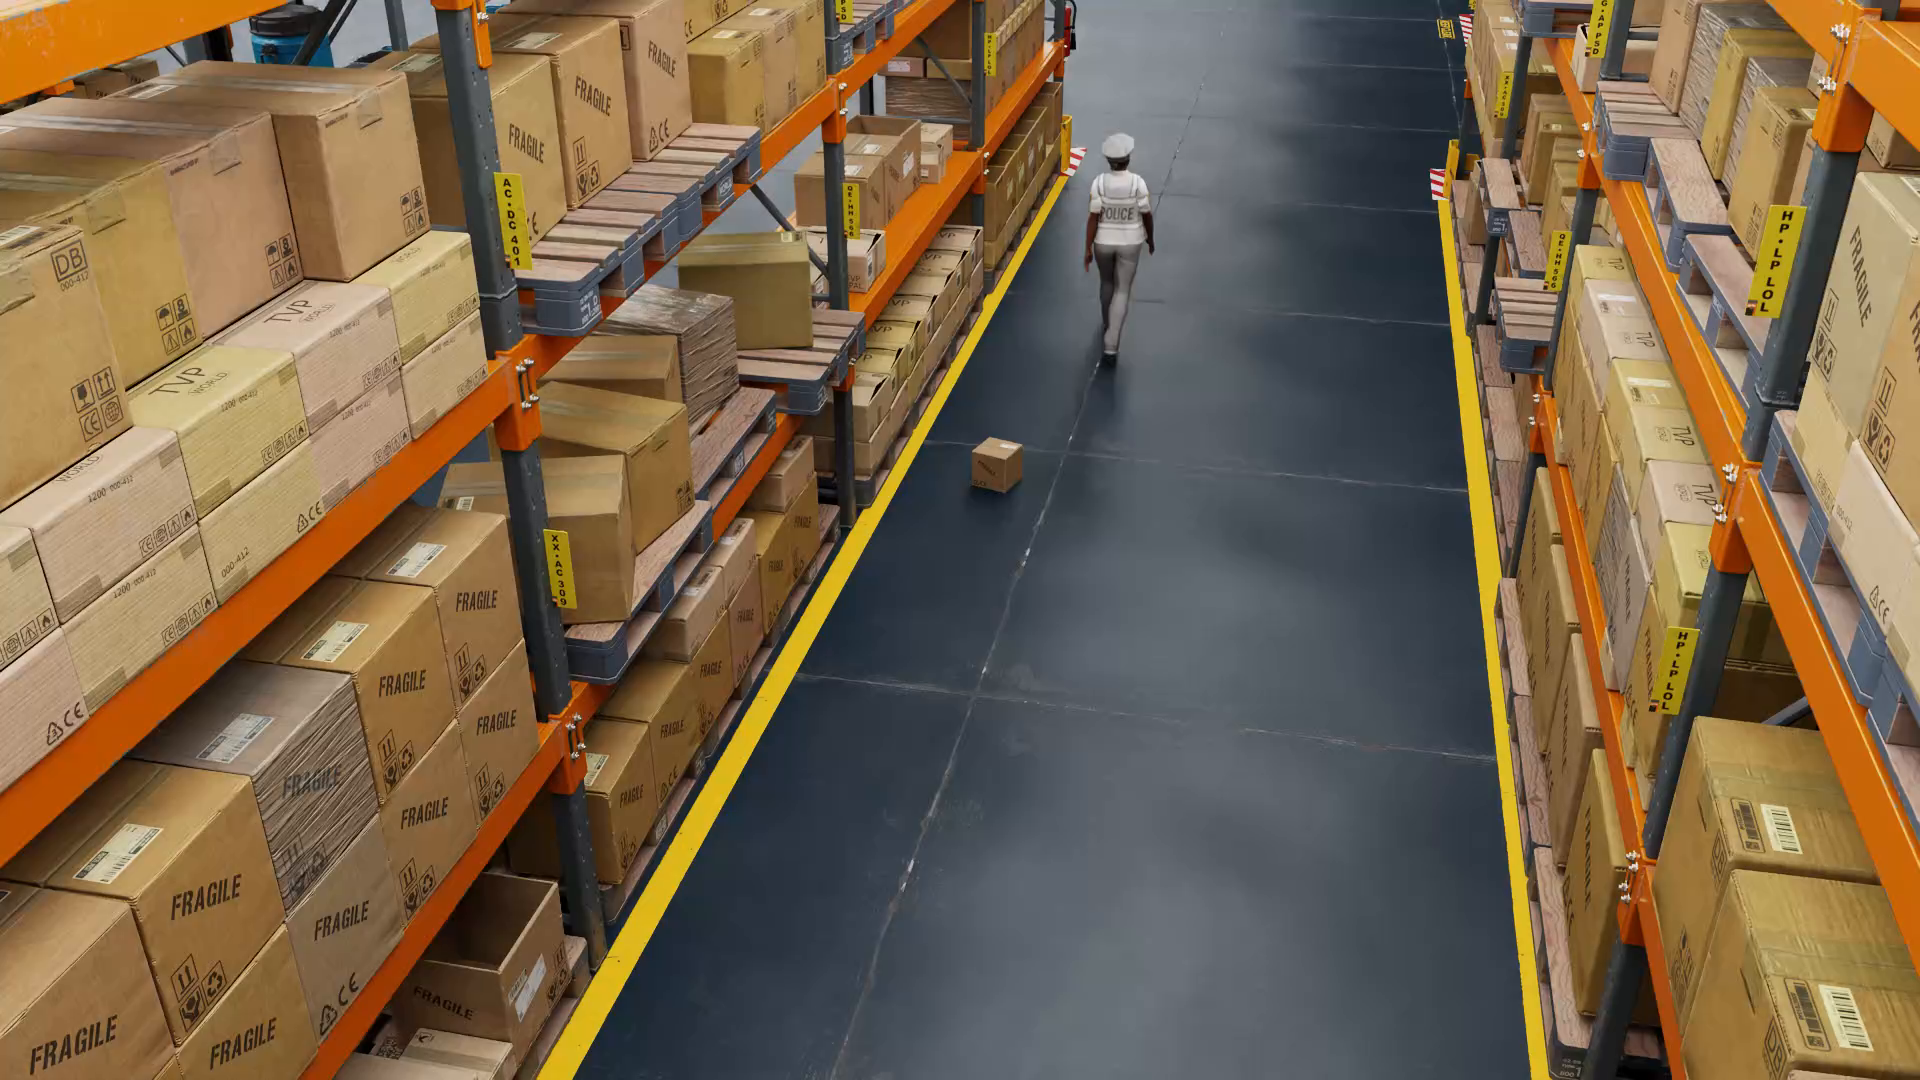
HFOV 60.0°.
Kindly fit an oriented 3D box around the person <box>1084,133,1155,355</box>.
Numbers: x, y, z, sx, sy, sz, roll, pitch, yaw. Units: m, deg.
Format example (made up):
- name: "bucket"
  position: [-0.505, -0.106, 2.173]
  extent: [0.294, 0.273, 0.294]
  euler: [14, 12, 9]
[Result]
- name: "person"
  position: [1.223, -2.282, 12.700]
  extent: [0.484, 1.644, 0.999]
  euler: [8, 30, 13]
